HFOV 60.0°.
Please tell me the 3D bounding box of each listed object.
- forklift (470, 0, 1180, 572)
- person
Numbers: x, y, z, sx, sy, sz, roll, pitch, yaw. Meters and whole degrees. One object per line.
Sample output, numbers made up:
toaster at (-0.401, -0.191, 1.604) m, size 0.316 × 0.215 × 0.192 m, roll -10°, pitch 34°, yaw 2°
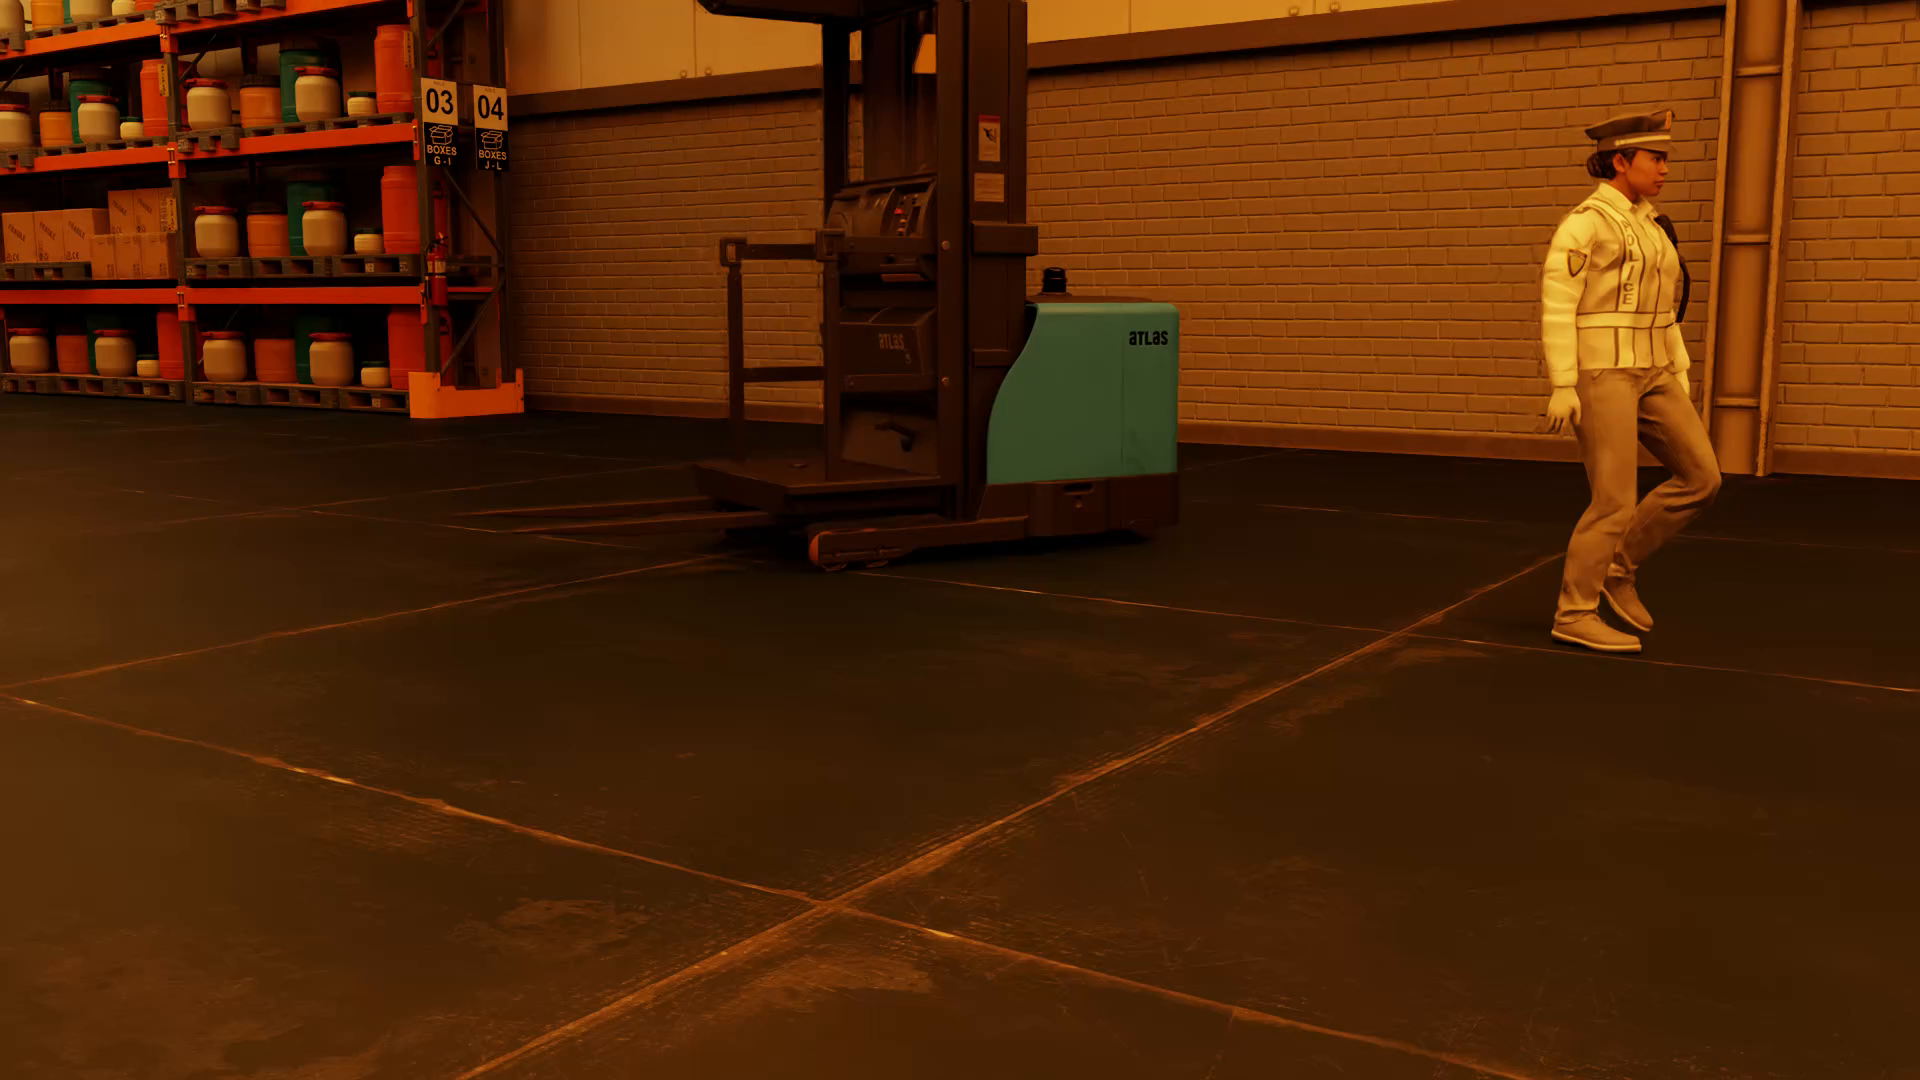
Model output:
forklift at (-0.530, -1.408, 7.094) m, size 3.031 × 2.935 × 1.130 m, roll -5°, pitch 9°, yaw -30°
person at (2.083, -0.481, 5.138) m, size 0.624 × 1.652 × 0.431 m, roll -7°, pitch 11°, yaw -42°
